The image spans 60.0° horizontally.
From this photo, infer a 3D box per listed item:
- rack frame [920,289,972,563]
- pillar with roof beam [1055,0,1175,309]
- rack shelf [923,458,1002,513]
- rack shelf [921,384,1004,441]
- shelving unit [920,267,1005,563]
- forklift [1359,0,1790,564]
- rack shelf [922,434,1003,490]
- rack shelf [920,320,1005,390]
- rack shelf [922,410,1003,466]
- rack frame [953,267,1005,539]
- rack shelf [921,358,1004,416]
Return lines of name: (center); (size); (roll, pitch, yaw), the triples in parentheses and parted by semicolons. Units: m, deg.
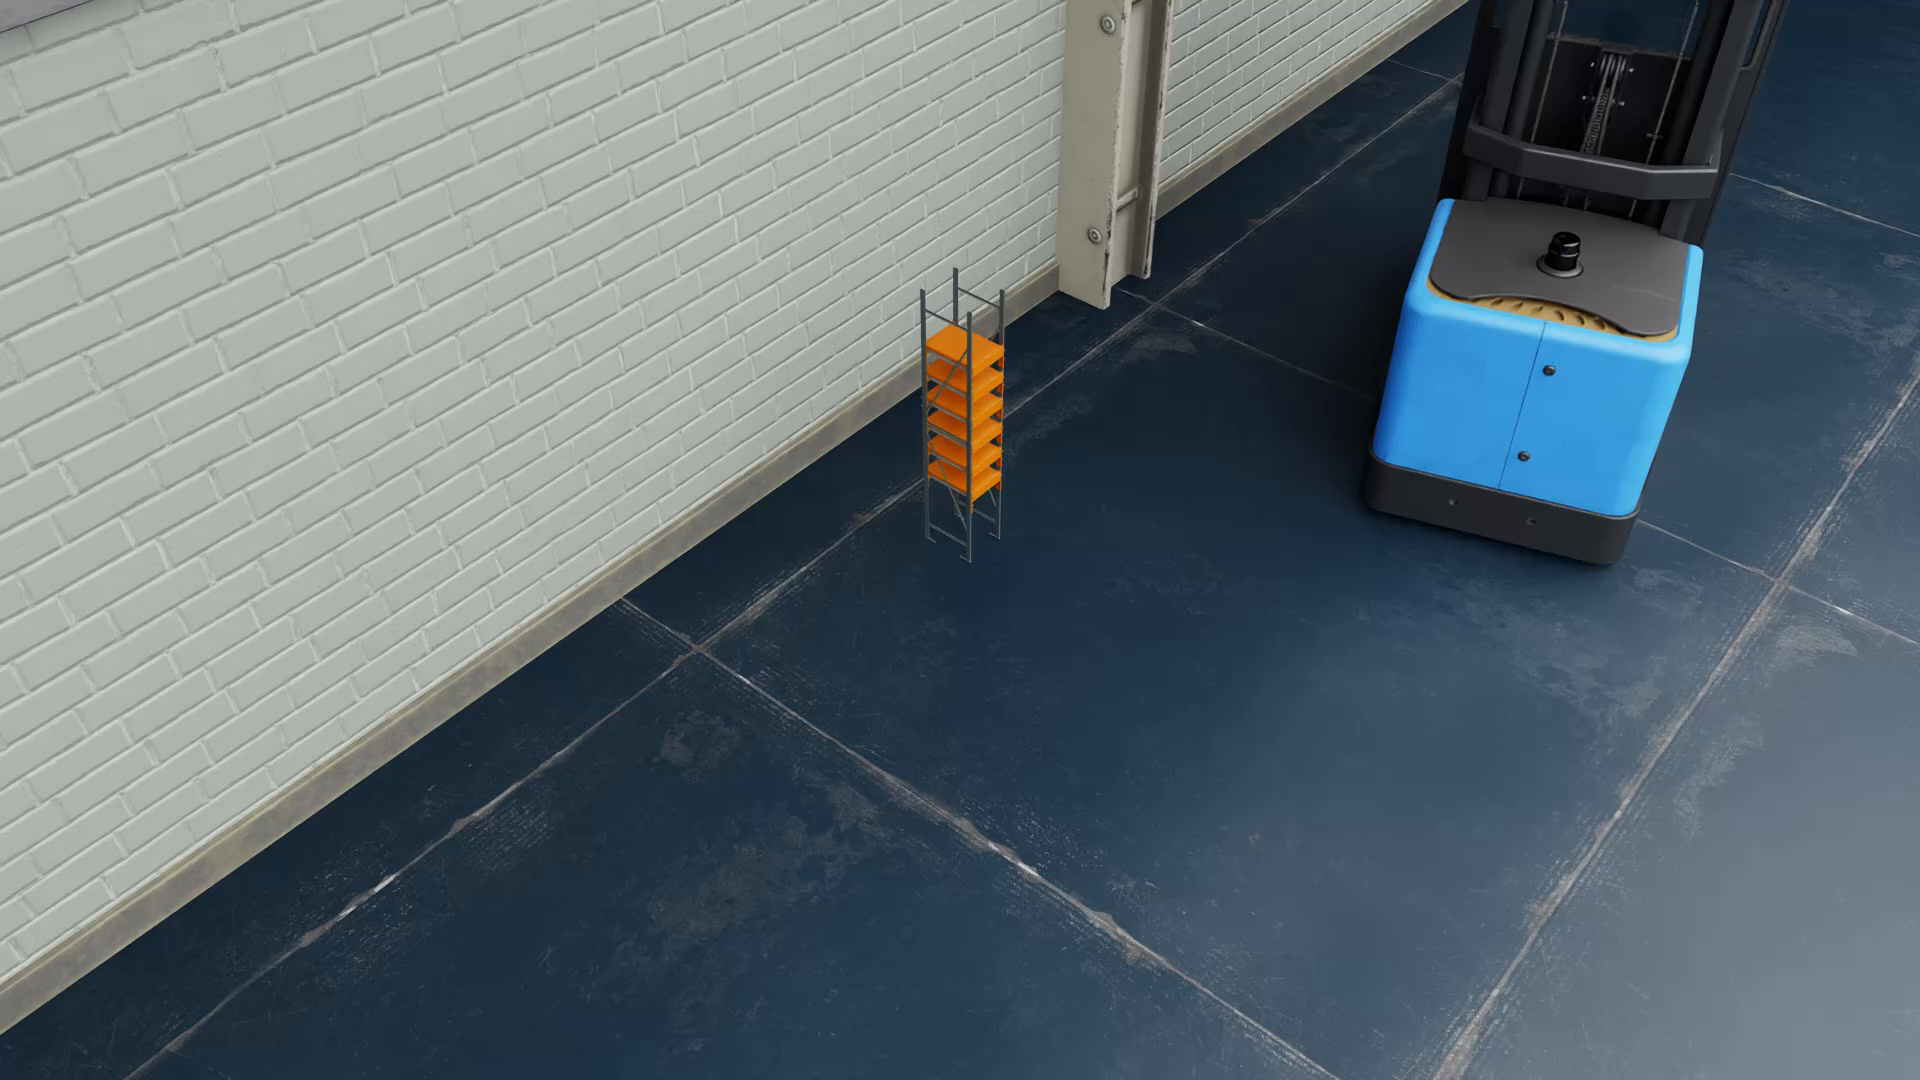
rack frame: (-0.050, -0.404, 6.303); (0.240, 1.200, 0.006); (29, 50, 28)
pillar with roof beam: (3.991, -2.735, 3.069); (9.100, 9.000, 0.400); (29, 50, 28)
rack shelf: (0.009, -0.241, 6.546); (0.258, 0.103, 0.180); (29, 50, 28)
rack shelf: (0.009, -0.507, 6.304); (0.258, 0.103, 0.180); (29, 50, 28)
shelving unit: (0.009, -0.451, 6.355); (0.258, 1.200, 0.189); (29, 50, 28)
forklift: (2.660, -1.990, 6.760); (1.130, 2.935, 3.031); (15, 44, 16)
rack shelf: (0.009, -0.330, 6.465); (0.258, 0.103, 0.180); (29, 50, 28)
rack shelf: (0.009, -0.685, 6.142); (0.258, 0.103, 0.180); (29, 50, 28)
rack shelf: (0.009, -0.419, 6.384); (0.258, 0.103, 0.180); (29, 50, 28)
rack frame: (0.068, -0.498, 6.406); (0.240, 1.200, 0.006); (29, 50, 28)
rack shelf: (0.009, -0.596, 6.223); (0.258, 0.103, 0.180); (29, 50, 28)
